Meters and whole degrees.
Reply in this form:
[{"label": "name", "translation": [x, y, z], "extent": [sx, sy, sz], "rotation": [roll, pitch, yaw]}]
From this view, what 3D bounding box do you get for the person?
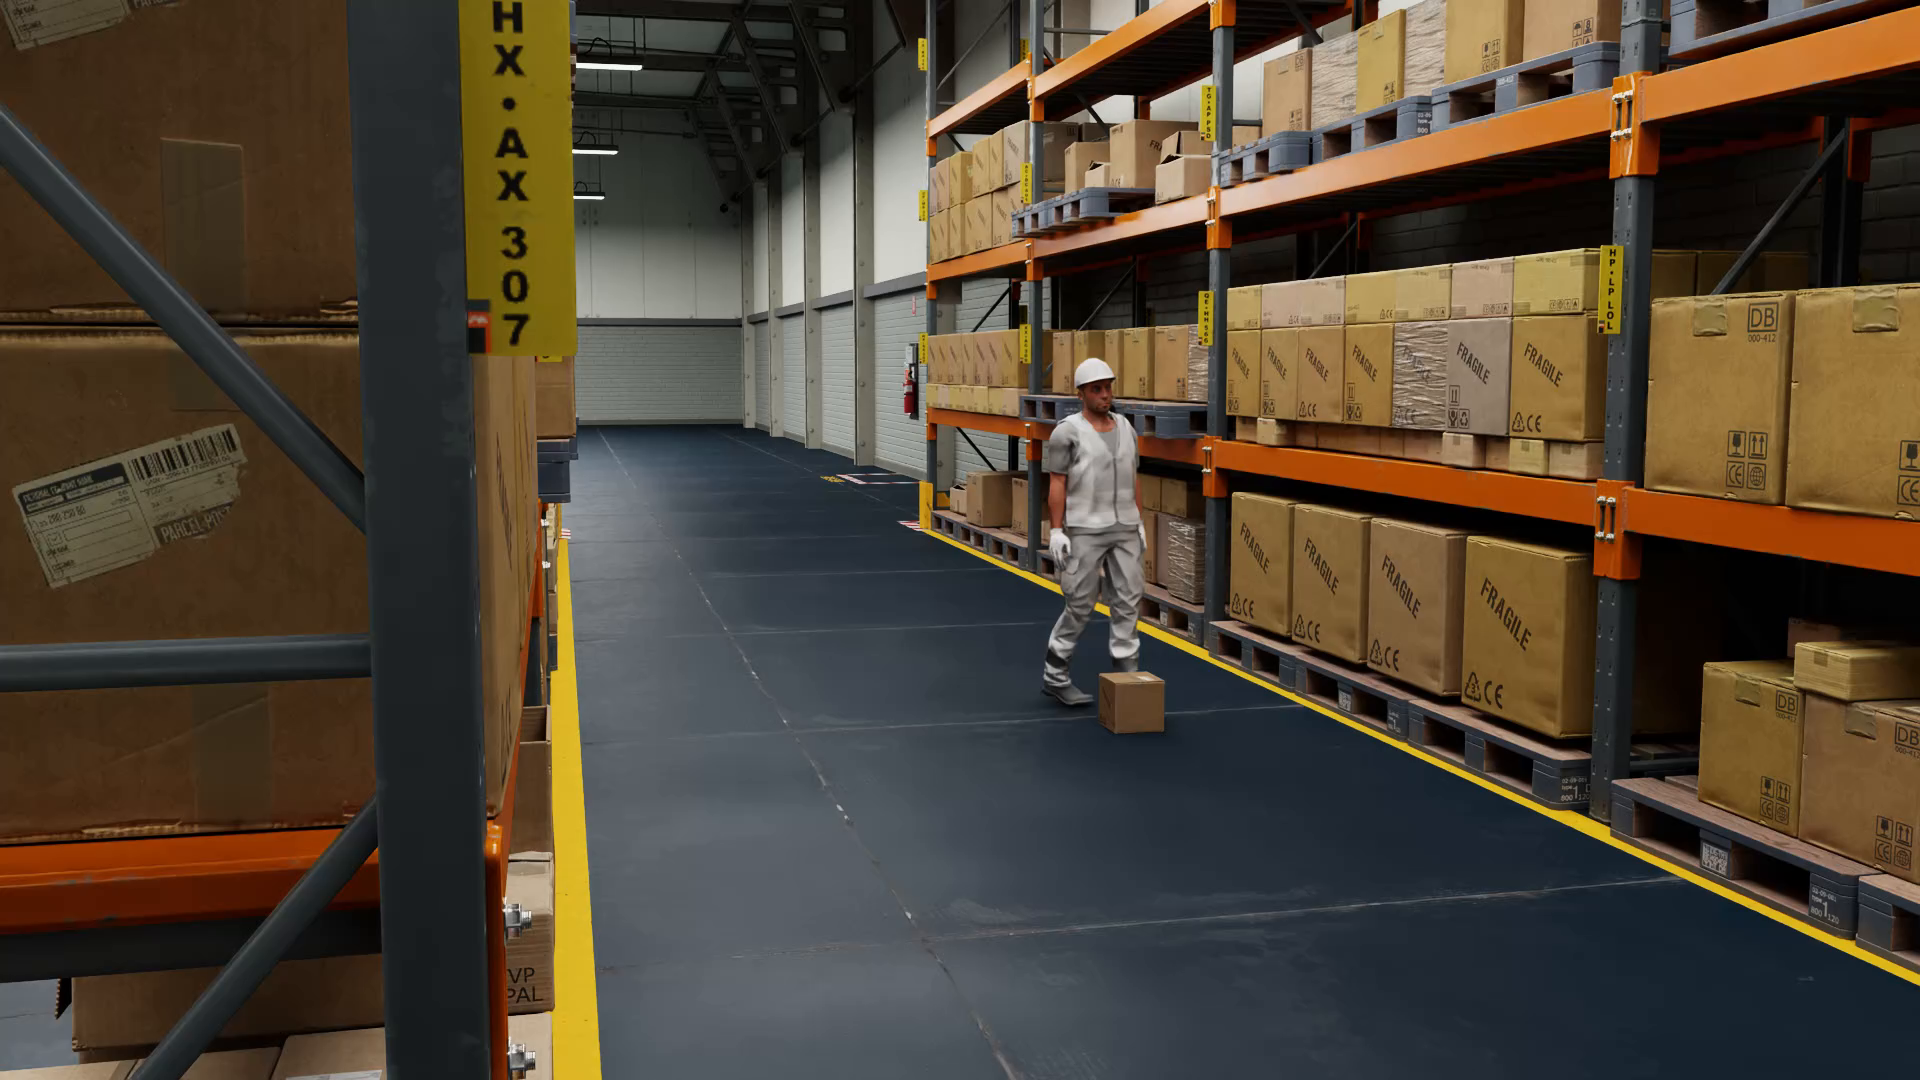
[{"label": "person", "translation": [0.732, -0.026, 8.475], "extent": [0.558, 1.793, 0.619], "rotation": [-3, 7, -27]}]
